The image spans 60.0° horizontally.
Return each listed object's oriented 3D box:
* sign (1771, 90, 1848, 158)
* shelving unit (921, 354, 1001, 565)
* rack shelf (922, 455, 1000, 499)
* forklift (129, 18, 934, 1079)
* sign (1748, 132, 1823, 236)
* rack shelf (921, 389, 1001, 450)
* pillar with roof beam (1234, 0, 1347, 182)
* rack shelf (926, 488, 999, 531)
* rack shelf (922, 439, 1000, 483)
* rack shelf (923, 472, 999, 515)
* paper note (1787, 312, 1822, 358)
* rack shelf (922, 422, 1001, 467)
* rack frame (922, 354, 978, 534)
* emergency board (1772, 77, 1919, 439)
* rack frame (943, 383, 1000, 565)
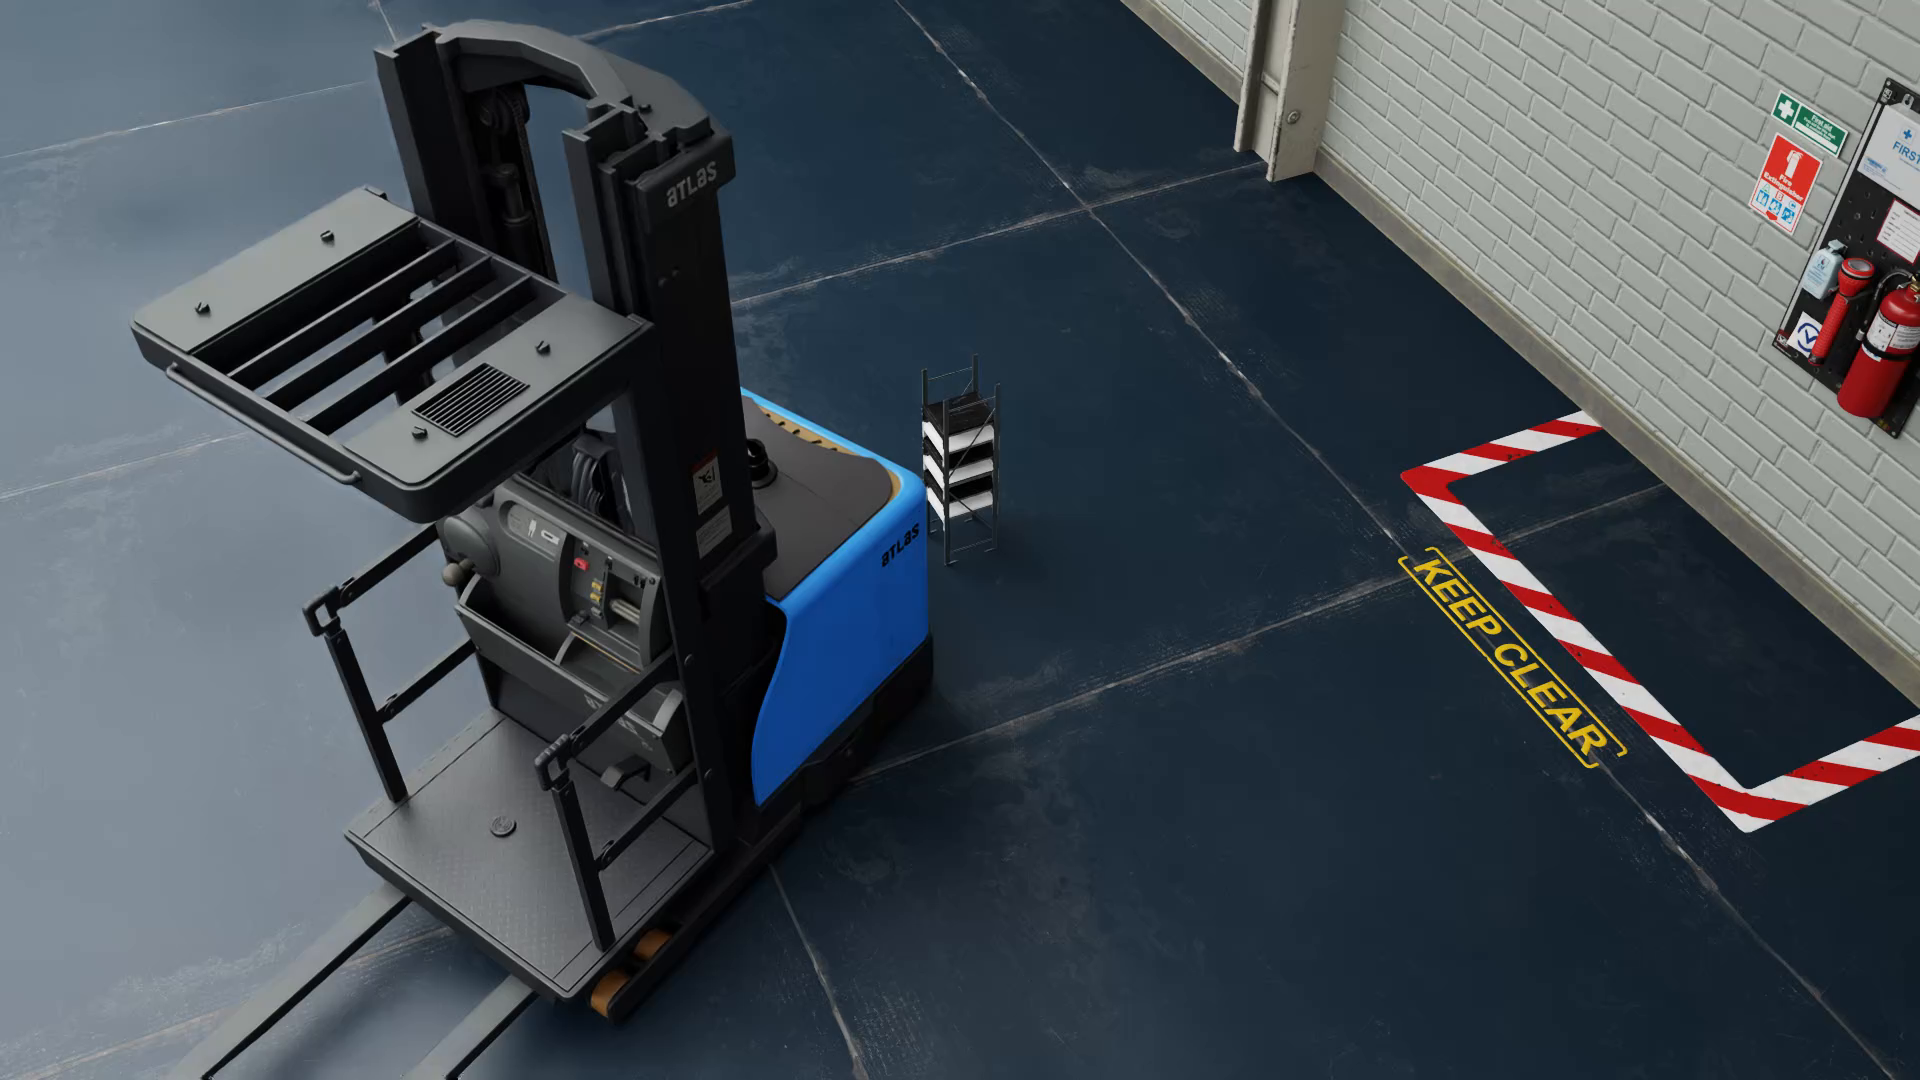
[{"bbox_3d":[3.132,-1.538,6.139,0.001,0.109,0.331,-18,47,-17],"label":"sign"},{"bbox_3d":[0.003,-0.315,6.798,0.258,0.900,0.210,-18,47,-17],"label":"shelving unit"},{"bbox_3d":[0.003,-0.291,6.821,0.258,0.077,0.200,-18,47,-17],"label":"rack shelf"},{"bbox_3d":[-1.374,0.146,4.884,1.130,2.935,3.031,27,51,25],"label":"forklift"},{"bbox_3d":[3.139,-1.355,6.331,0.001,0.329,0.234,-18,47,-17],"label":"sign"},{"bbox_3d":[0.003,-0.484,6.631,0.258,0.077,0.200,-18,47,-17],"label":"rack shelf"},{"bbox_3d":[-2.147,-4.061,4.828,9.100,9.000,0.400,-18,47,-17],"label":"pillar with roof beam"},{"bbox_3d":[0.003,-0.163,6.947,0.258,0.077,0.200,-18,47,-17],"label":"rack shelf"},{"bbox_3d":[0.003,-0.355,6.758,0.258,0.077,0.200,-18,47,-17],"label":"rack shelf"},{"bbox_3d":[0.003,-0.227,6.884,0.258,0.077,0.200,-18,47,-17],"label":"rack shelf"},{"bbox_3d":[3.266,-0.779,6.400,0.016,0.148,0.142,-18,47,-17],"label":"paper note"},{"bbox_3d":[0.003,-0.420,6.695,0.258,0.077,0.200,-18,47,-17],"label":"rack shelf"},{"bbox_3d":[-0.039,-0.380,6.863,0.240,0.900,0.006,-18,47,-17],"label":"rack frame"},{"bbox_3d":[3.278,-0.960,5.956,0.194,1.169,0.643,-18,47,-17],"label":"emergency board"},{"bbox_3d":[0.046,-0.250,6.732,0.240,0.900,0.006,-18,47,-17],"label":"rack frame"}]
